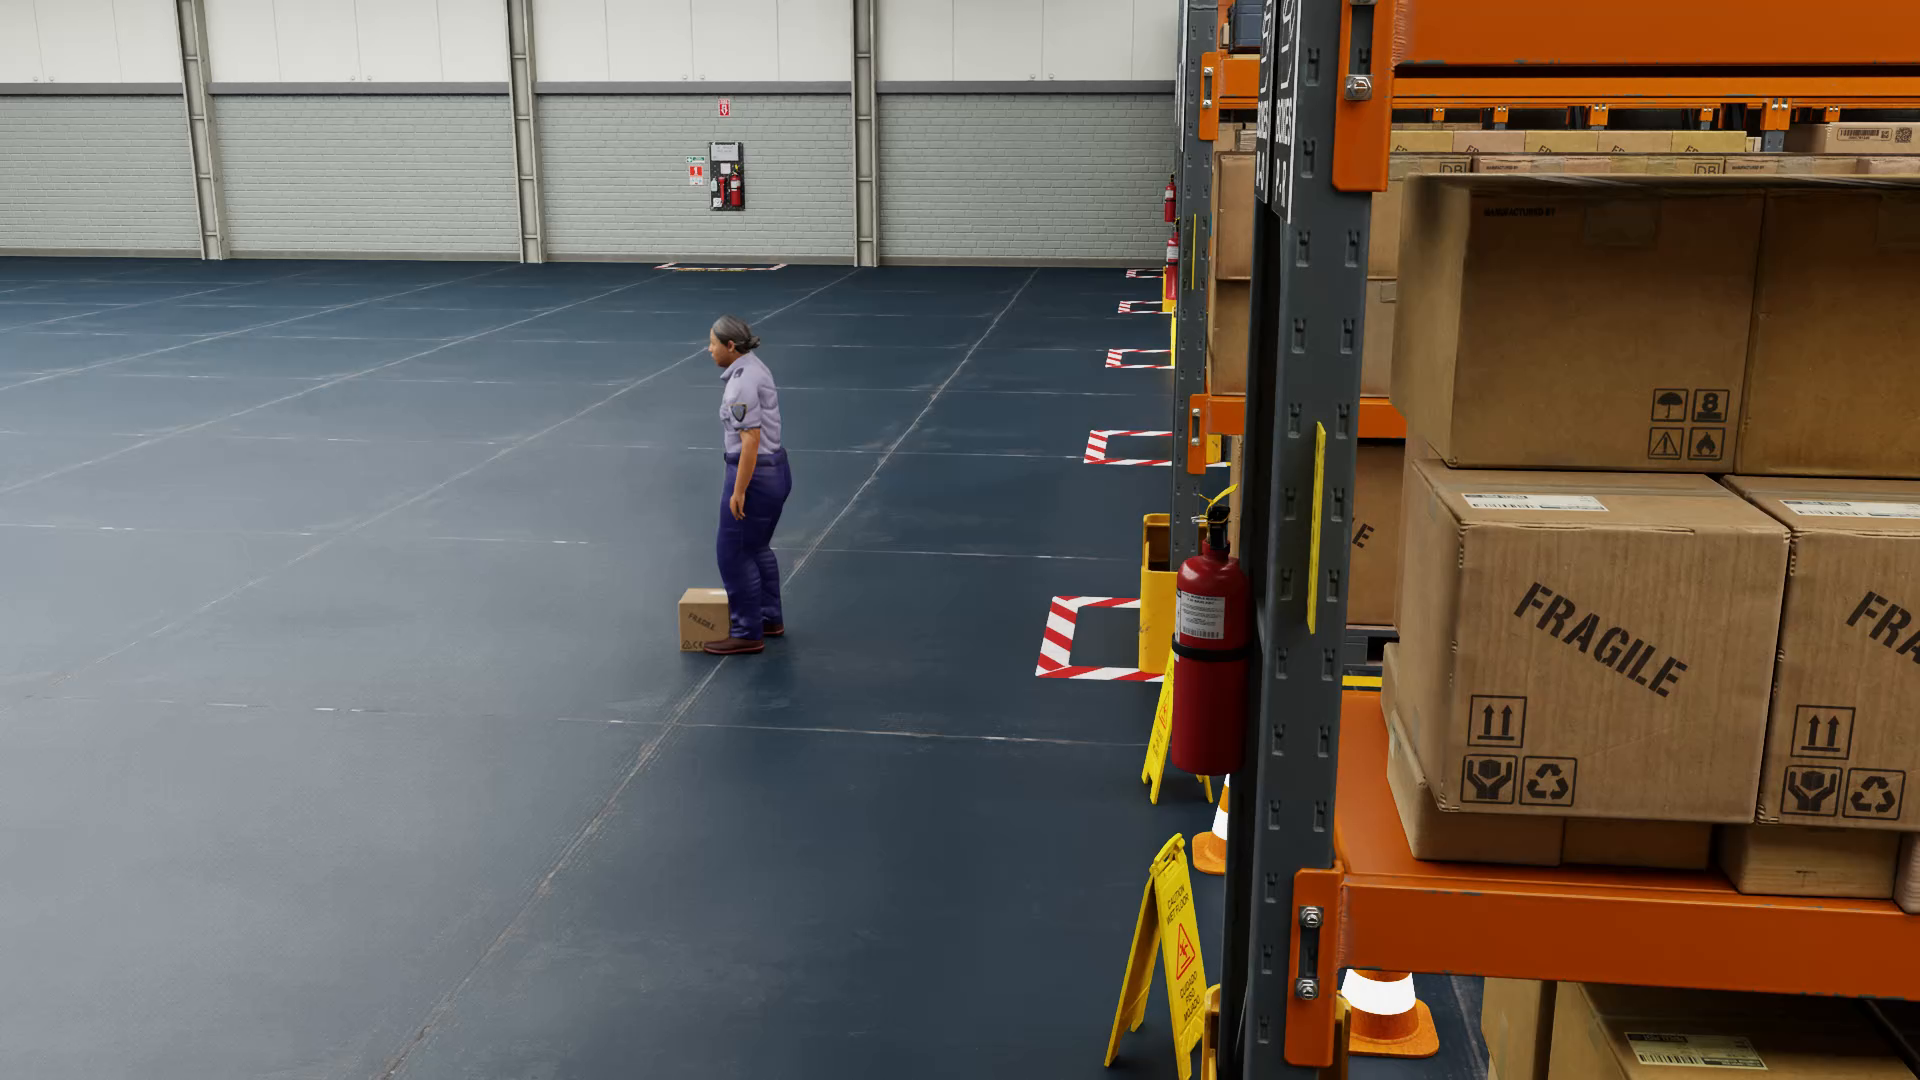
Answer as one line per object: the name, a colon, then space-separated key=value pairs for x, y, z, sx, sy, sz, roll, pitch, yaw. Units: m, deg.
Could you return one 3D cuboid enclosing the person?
person: x=-1.045 y=-0.275 z=8.098 sx=0.425 sy=1.650 sz=0.550 roll=1 pitch=14 yaw=4
